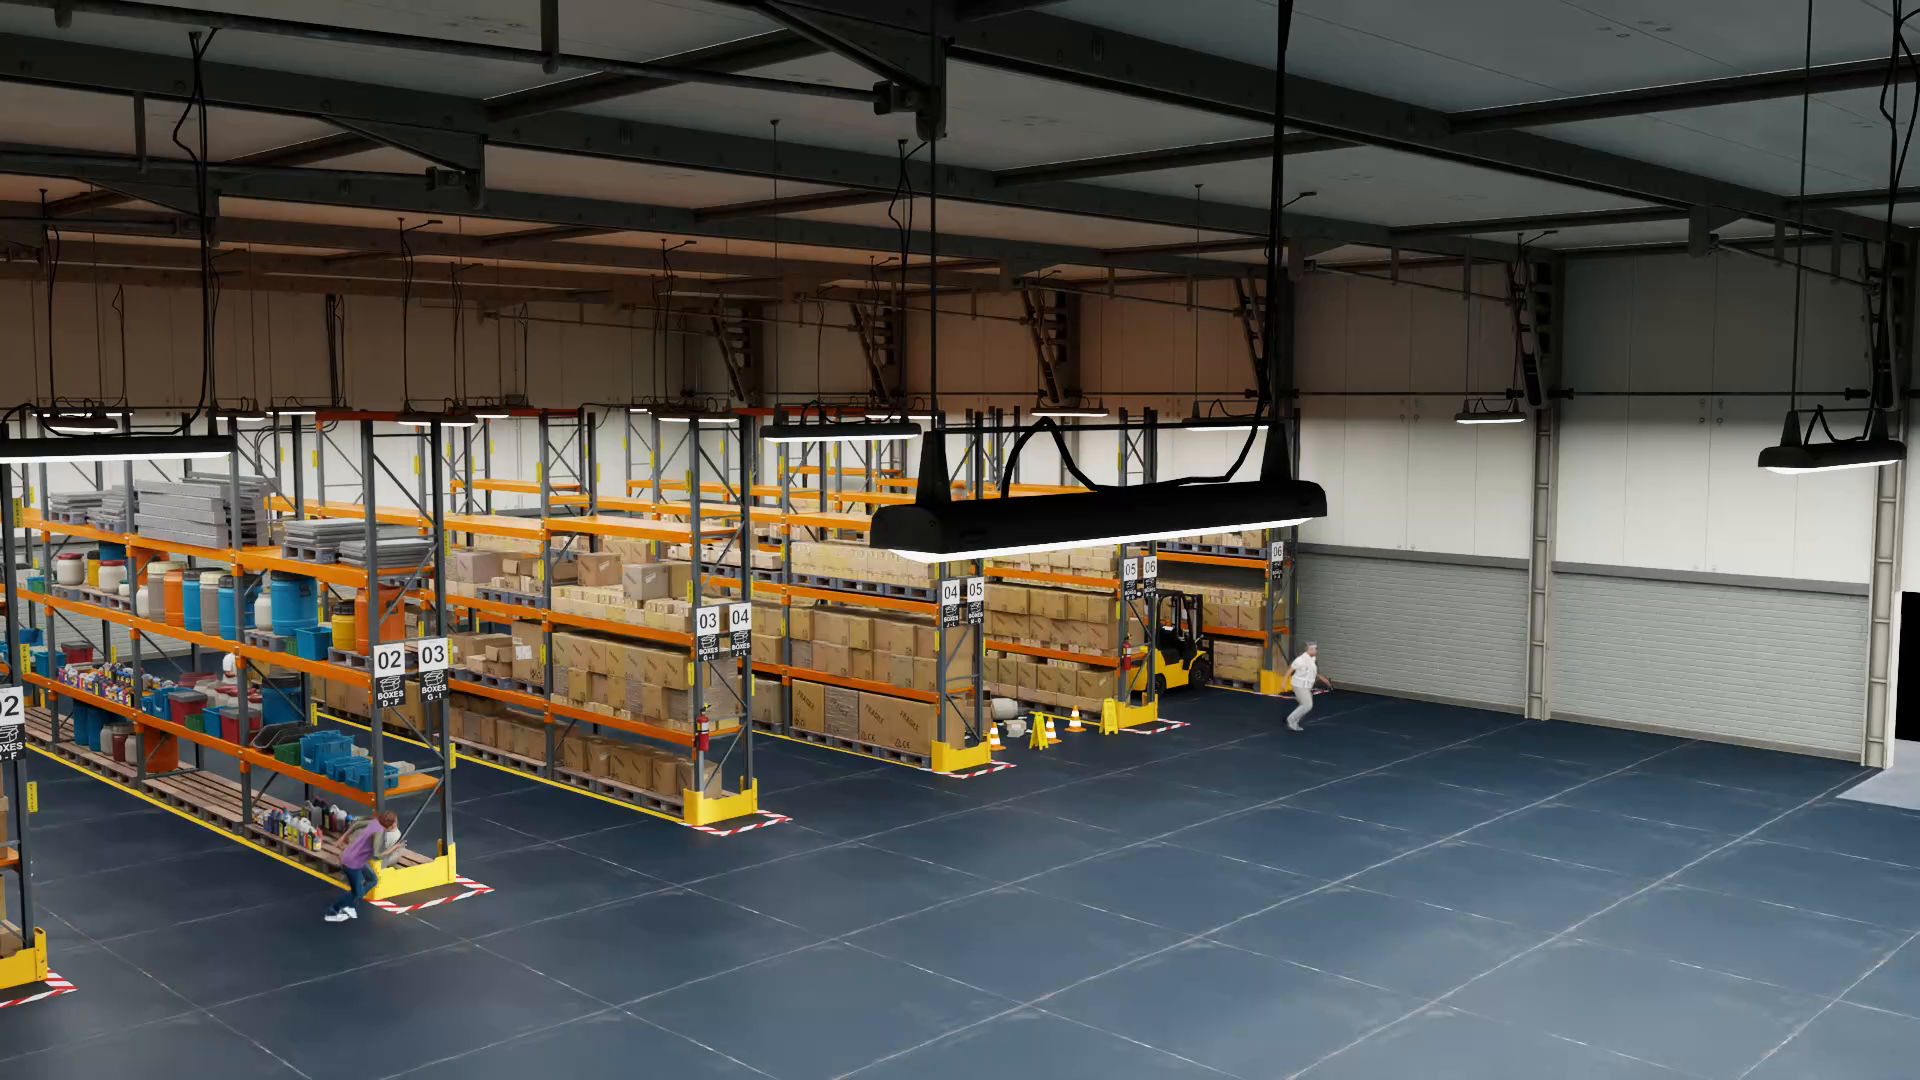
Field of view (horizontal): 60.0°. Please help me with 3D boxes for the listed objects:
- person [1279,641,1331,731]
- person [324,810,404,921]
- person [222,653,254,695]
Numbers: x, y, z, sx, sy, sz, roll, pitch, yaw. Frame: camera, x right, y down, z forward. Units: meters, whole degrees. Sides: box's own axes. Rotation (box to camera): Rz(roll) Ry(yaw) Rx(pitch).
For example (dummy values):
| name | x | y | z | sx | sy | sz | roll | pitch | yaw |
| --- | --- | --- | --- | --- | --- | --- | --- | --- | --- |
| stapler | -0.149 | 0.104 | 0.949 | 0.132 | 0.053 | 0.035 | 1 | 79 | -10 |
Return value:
| name | x | y | z | sx | sy | sz | roll | pitch | yaw |
| --- | --- | --- | --- | --- | --- | --- | --- | --- | --- |
| person | 6.453 | 2.731 | 30.997 | 0.812 | 1.699 | 0.669 | 3 | 6 | 33 |
| person | -7.133 | 3.902 | 19.897 | 0.931 | 1.324 | 0.541 | -2 | 5 | -21 |
| person | -13.690 | 2.701 | 31.480 | 0.962 | 1.689 | 0.726 | 3 | 6 | 27 |
